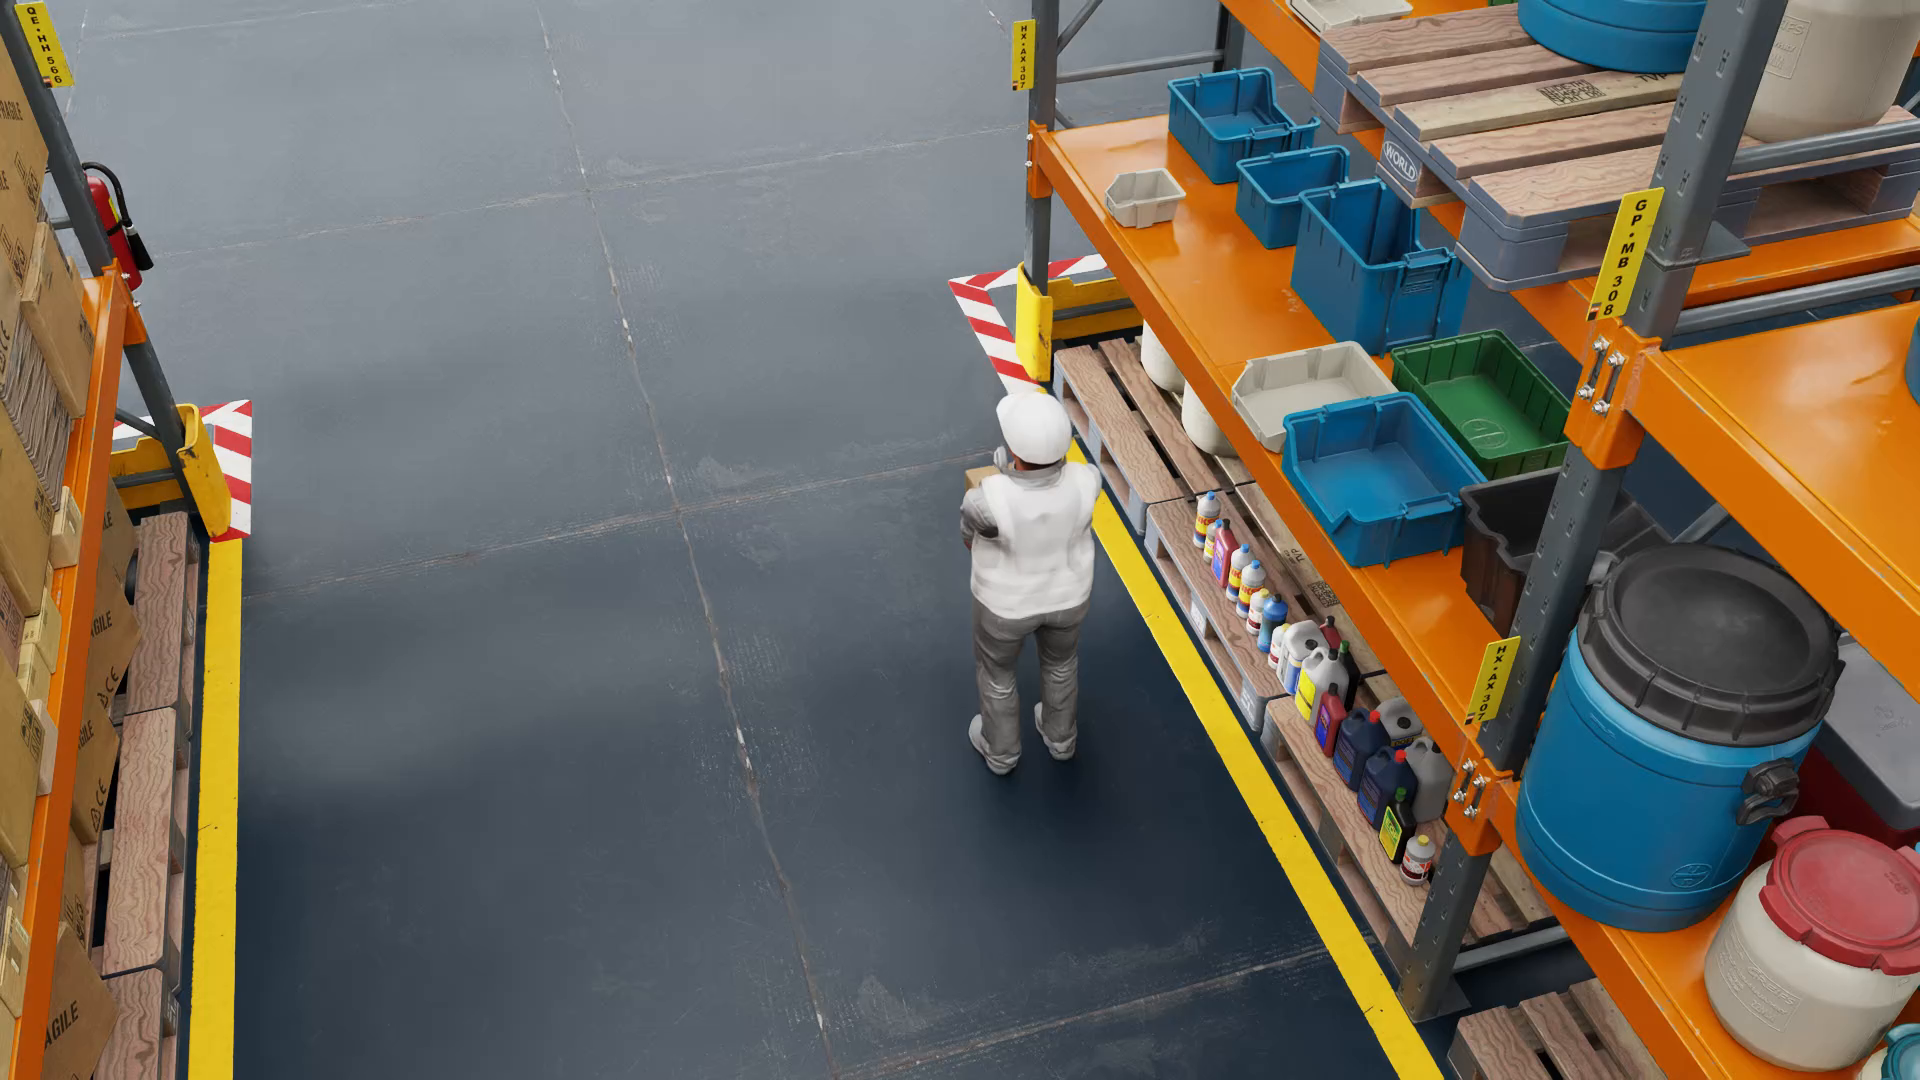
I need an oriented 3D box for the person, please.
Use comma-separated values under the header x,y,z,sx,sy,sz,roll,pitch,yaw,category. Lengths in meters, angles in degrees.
x,y,z,sx,sy,sz,roll,pitch,yaw,category
0.213,0.113,6.021,0.494,1.767,0.545,-11,43,-12,person
